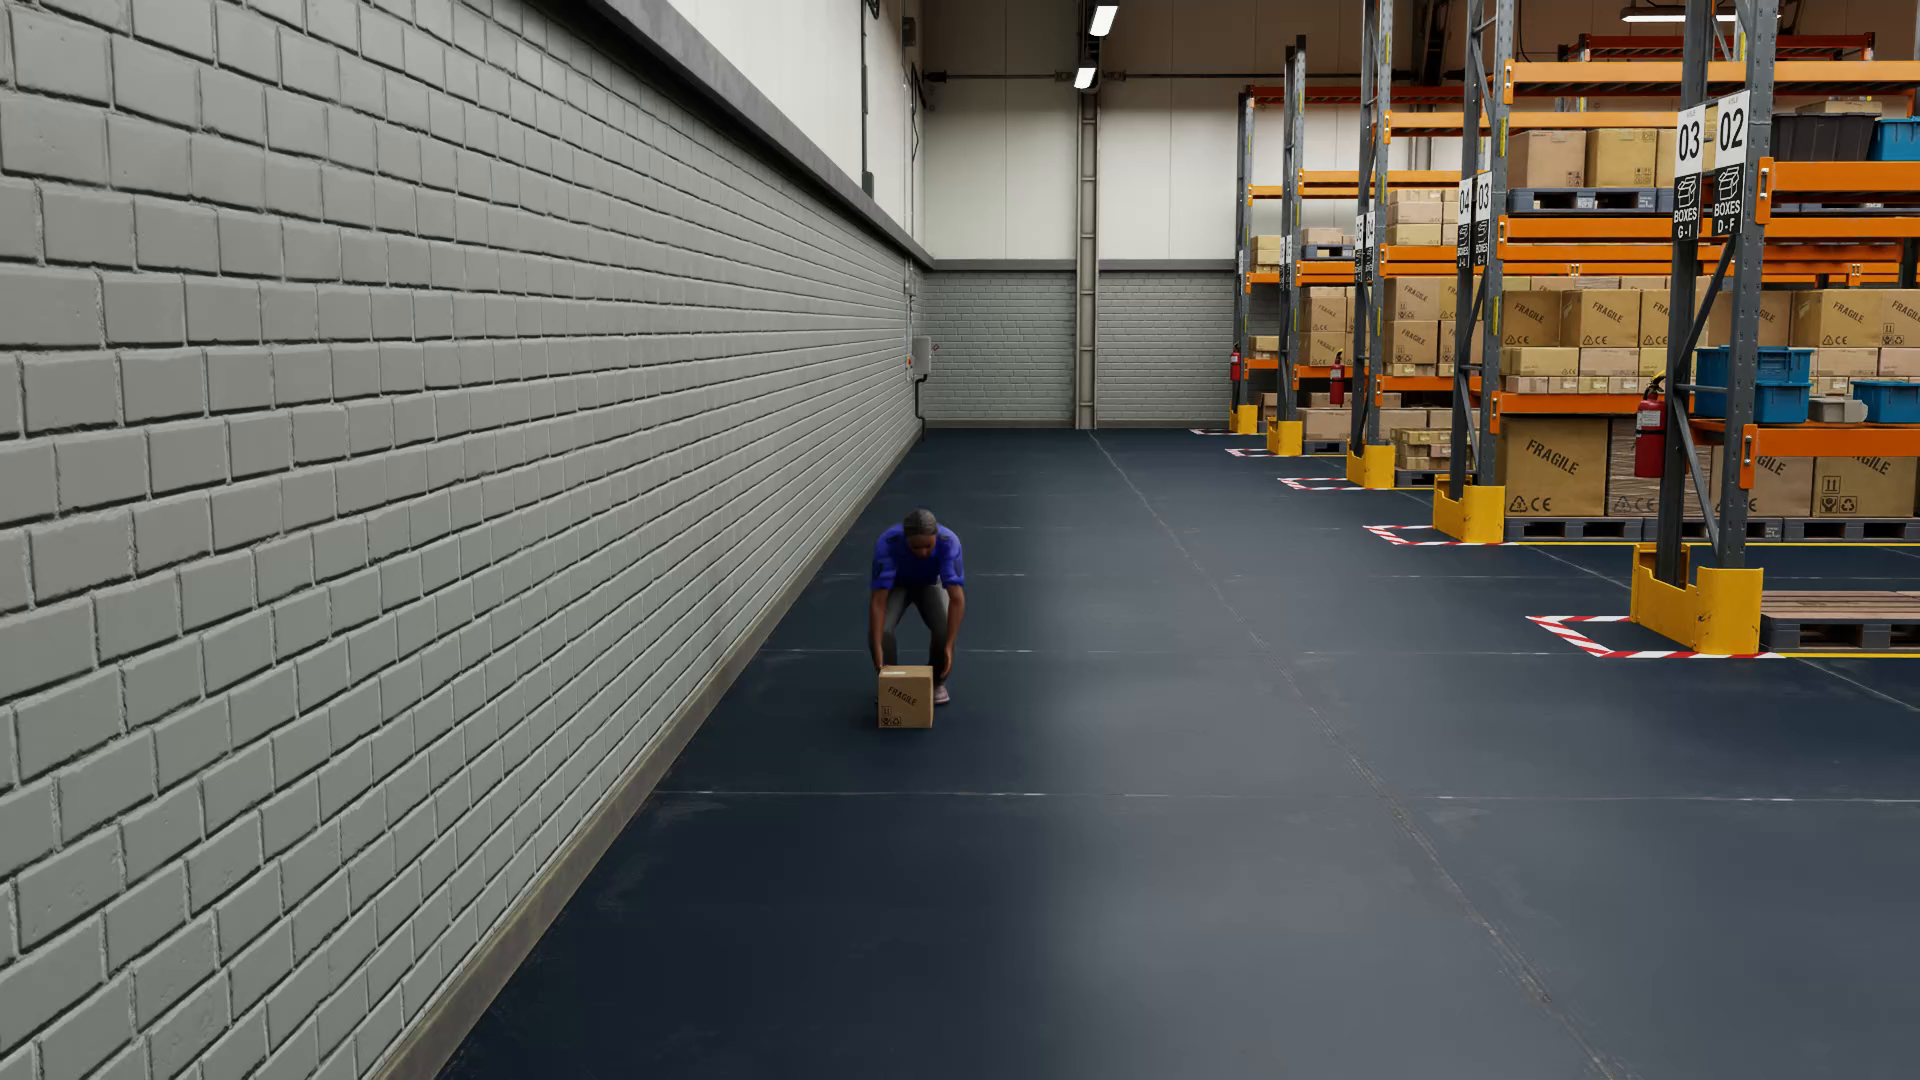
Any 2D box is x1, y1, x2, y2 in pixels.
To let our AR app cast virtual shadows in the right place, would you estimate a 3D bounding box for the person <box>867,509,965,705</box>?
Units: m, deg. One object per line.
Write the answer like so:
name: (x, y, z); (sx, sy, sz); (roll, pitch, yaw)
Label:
person: (-0.214, 0.322, 8.311); (0.485, 1.022, 0.767); (0, 7, 1)
